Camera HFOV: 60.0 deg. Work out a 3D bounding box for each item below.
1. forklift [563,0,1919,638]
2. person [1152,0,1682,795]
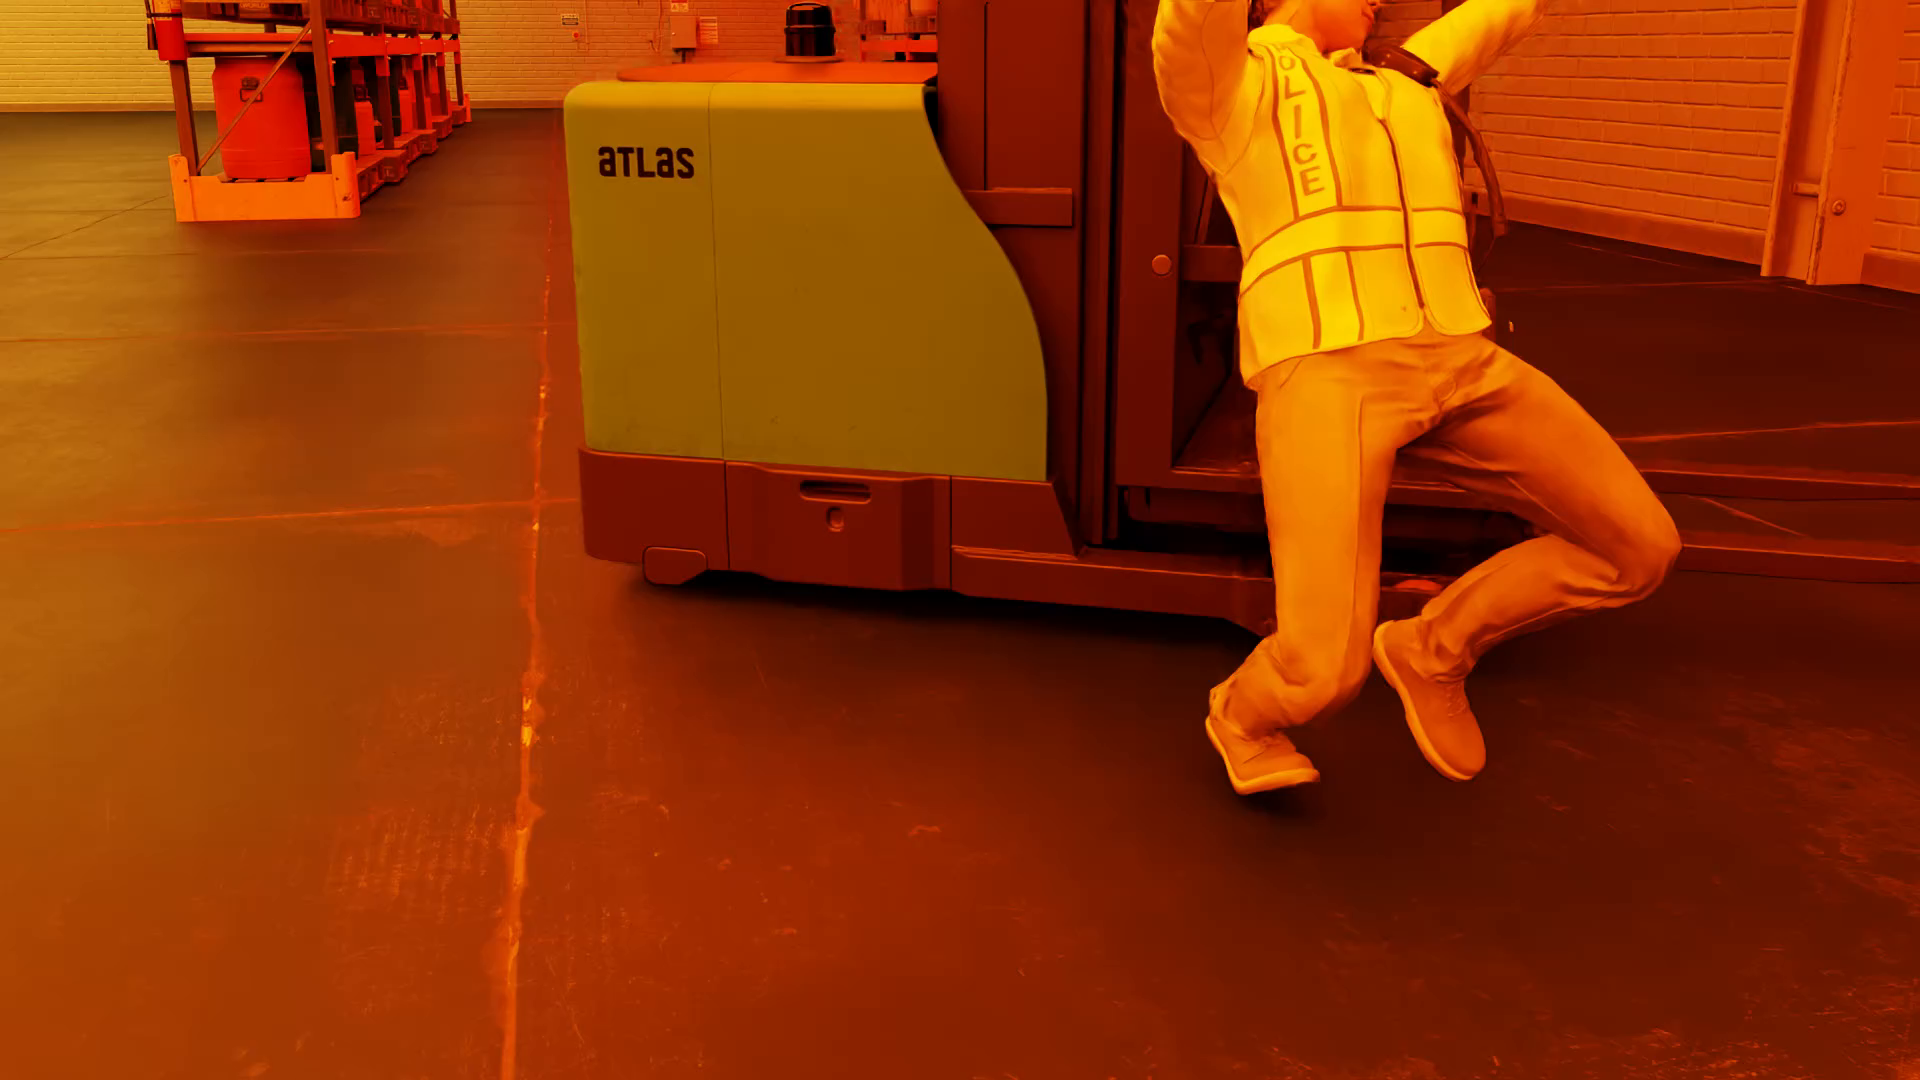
[{"bbox_3d":[0.743,-1.328,3.339,3.031,2.935,1.130,4,17,15],"label":"forklift"},{"bbox_3d":[0.635,-0.343,2.485,0.874,1.530,0.764,-8,18,-25],"label":"person"}]
